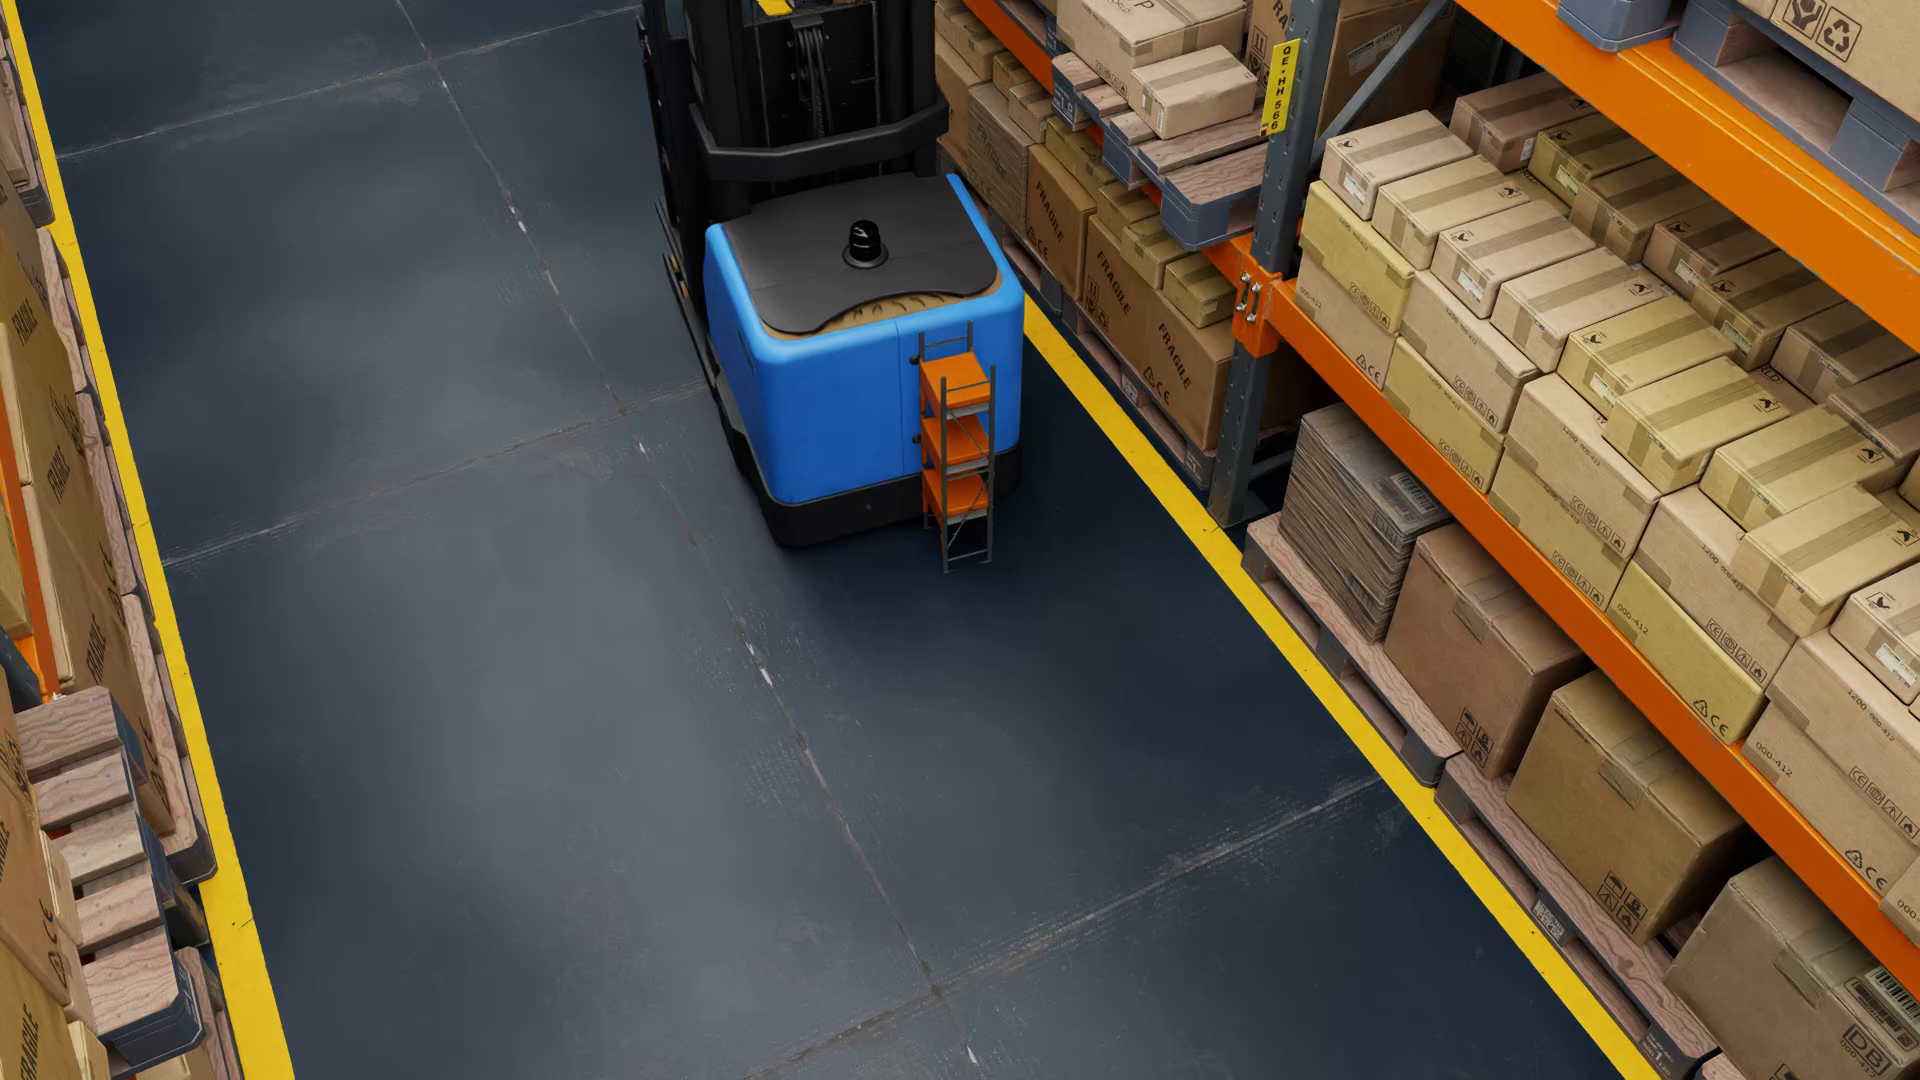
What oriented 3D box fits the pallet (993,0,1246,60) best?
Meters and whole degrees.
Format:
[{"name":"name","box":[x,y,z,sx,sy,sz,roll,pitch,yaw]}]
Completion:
[{"name":"pallet","box":[0.578,-2.475,6.942,1.003,0.211,1.213,-21,52,-18]}]

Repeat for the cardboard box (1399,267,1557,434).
[{"name":"cardboard box","box":[1.686,-0.636,4.974,0.500,0.250,0.500,-20,52,-16]}]

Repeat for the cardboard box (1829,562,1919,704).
[{"name":"cardboard box","box":[2.337,0.196,3.981,0.380,0.149,0.250,-21,52,-17]}]

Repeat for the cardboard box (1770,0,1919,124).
[{"name":"cardboard box","box":[2.052,-1.179,3.277,0.500,0.500,0.500,-20,52,-17]}]

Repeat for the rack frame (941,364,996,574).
[{"name":"rack frame","box":[0.029,-0.239,6.154,0.200,1.050,0.008,-14,50,-12]}]

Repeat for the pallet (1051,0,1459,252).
[{"name":"pallet","box":[1.099,-1.604,6.180,1.213,0.211,1.003,-21,52,-18]}]

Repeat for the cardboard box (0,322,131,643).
[{"name":"cardboard box","box":[-3.587,-0.054,5.829,0.875,0.875,0.875,-21,52,-17]}]

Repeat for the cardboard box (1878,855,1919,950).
[{"name":"cardboard box","box":[2.604,0.907,3.956,0.500,0.250,0.500,-21,52,-18]}]

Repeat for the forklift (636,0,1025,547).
[{"name":"forklift","box":[-0.716,-2.074,6.509,1.130,2.935,3.031,-15,50,-13]}]

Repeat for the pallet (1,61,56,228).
[{"name":"pallet","box":[-5.049,-1.821,8.095,1.003,0.211,1.213,-21,52,-18]}]

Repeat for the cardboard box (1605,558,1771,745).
[{"name":"cardboard box","box":[2.161,0.221,4.556,0.500,0.250,0.500,-20,52,-16]}]

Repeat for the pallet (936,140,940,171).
[{"name":"pallet","box":[0.047,-2.466,8.659,1.003,0.211,1.213,-21,52,-18]}]

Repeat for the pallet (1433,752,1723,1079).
[{"name":"pallet","box":[2.368,1.060,5.575,1.003,0.211,1.213,-21,52,-18]}]

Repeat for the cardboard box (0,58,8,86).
[{"name":"cardboard box","box":[-5.373,-2.554,8.307,0.875,0.438,0.875,-23,53,-19]}]

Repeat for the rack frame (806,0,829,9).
[{"name":"rack frame","box":[-0.359,-3.915,8.074,1.000,3.000,0.127,-21,52,-18]}]

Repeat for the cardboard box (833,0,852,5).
[{"name":"cardboard box","box":[-0.337,-2.829,8.506,0.500,0.500,0.500,-19,52,-16]}]

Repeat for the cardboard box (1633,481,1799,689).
[{"name":"cardboard box","box":[2.165,0.053,4.371,0.500,0.250,0.500,-20,52,-17]}]

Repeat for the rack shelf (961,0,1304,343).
[{"name":"rack shelf","box":[0.556,-2.340,7.174,1.077,0.370,4.000,-21,52,-18]}]

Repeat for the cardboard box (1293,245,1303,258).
[{"name":"cardboard box","box":[1.510,-1.223,6.670,0.380,0.149,0.250,-19,51,-16]}]

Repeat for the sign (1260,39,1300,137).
[{"name":"sign","box":[0.993,-1.400,5.157,0.100,0.325,0.005,-21,52,-18]}]

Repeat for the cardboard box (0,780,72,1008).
[{"name":"cardboard box","box":[-2.239,0.756,3.446,0.500,0.500,0.500,-22,52,-18]}]

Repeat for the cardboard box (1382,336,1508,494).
[{"name":"cardboard box","box":[1.683,-0.469,5.160,0.500,0.250,0.500,-22,52,-18]}]

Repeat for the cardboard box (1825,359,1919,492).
[{"name":"cardboard box","box":[2.520,-0.315,4.428,0.380,0.149,0.250,-20,52,-17]}]

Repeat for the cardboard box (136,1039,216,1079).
[{"name":"cardboard box","box":[-2.690,1.583,4.732,0.950,0.372,0.625,-24,53,-20]}]

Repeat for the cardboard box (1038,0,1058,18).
[{"name":"cardboard box","box":[0.560,-2.439,6.435,0.797,0.503,0.637,-22,52,-18]}]

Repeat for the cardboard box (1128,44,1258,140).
[{"name":"cardboard box","box":[0.830,-1.601,5.938,0.380,0.149,0.250,-20,52,-17]}]

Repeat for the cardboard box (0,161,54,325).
[{"name":"cardboard box","box":[-4.416,-1.254,6.879,0.875,0.875,0.875,-20,52,-16]}]

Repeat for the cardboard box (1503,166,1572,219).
[{"name":"cardboard box","box":[1.924,-1.148,5.422,0.500,0.250,0.500,-20,52,-17]}]

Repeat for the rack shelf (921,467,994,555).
[{"name":"rack shelf","box":[-0.011,-0.136,6.448,0.215,0.259,0.240,-14,50,-12]}]

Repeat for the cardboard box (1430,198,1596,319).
[{"name":"cardboard box","box":[1.619,-0.828,4.877,0.380,0.149,0.250,-20,52,-17]}]

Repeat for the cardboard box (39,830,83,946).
[{"name":"cardboard box","box":[-2.239,0.865,3.781,0.380,0.149,0.250,-22,52,-18]}]

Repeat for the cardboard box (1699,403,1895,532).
[{"name":"cardboard box","box":[2.161,-0.169,4.300,0.380,0.149,0.250,-21,52,-18]}]

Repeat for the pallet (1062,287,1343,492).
[{"name":"pallet","box":[1.164,-0.833,7.231,1.003,0.211,1.213,-21,52,-18]}]

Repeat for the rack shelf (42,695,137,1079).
[{"name":"rack shelf","box":[-2.025,2.050,3.335,1.077,0.370,4.000,-21,52,-18]}]

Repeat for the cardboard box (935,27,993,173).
[{"name":"cardboard box","box":[0.139,-2.141,7.904,0.500,0.500,0.500,-23,53,-19]}]

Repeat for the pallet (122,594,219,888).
[{"name":"pallet","box":[-3.234,0.839,5.769,1.003,0.211,1.213,-21,52,-18]}]

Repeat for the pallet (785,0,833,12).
[{"name":"pallet","box":[-0.672,-3.457,9.526,1.003,0.211,1.213,-21,52,-18]}]

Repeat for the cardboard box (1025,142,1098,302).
[{"name":"cardboard box","box":[0.625,-1.450,7.300,0.500,0.500,0.500,-19,52,-16]}]

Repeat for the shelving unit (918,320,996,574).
[{"name":"shelving unit","box":[-0.011,-0.326,6.230,0.215,1.050,0.252,-14,50,-12]}]

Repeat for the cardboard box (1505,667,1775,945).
[{"name":"cardboard box","box":[2.359,0.713,5.325,0.875,0.625,0.625,-23,53,-19]}]

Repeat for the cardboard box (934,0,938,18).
[{"name":"cardboard box","box":[0.029,-2.607,7.881,0.380,0.149,0.250,-22,52,-18]}]

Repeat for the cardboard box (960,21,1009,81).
[{"name":"cardboard box","box":[0.222,-2.260,7.577,0.380,0.149,0.250,-19,52,-16]}]

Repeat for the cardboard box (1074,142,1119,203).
[{"name":"cardboard box","box":[0.706,-1.566,6.970,0.380,0.149,0.250,-20,52,-16]}]

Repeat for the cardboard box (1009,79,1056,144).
[{"name":"cardboard box","box":[0.439,-1.907,7.269,0.380,0.149,0.250,-23,53,-19]}]

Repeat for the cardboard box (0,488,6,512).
[{"name":"cardboard box","box":[-3.191,-0.228,4.949,0.500,0.250,0.500,-23,53,-19]}]

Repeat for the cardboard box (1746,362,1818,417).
[{"name":"cardboard box","box":[2.387,-0.470,4.829,0.500,0.250,0.500,-22,52,-18]}]

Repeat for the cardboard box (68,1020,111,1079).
[{"name":"cardboard box","box":[-1.992,1.215,3.475,0.380,0.149,0.250,-20,52,-17]}]

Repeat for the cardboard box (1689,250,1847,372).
[{"name":"cardboard box","box":[2.309,-0.663,4.733,0.380,0.149,0.250,-21,52,-18]}]

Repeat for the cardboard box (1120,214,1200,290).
[{"name":"cardboard box","box":[0.868,-1.182,6.634,0.380,0.149,0.250,-24,53,-19]}]

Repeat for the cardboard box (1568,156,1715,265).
[{"name":"cardboard box","box":[2.084,-1.005,5.032,0.380,0.149,0.250,-21,52,-18]}]

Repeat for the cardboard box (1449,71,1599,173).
[{"name":"cardboard box","box":[1.800,-1.336,5.321,0.380,0.149,0.250,-20,52,-16]}]

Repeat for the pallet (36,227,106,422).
[{"name":"pallet","box":[-4.350,-0.794,7.197,1.003,0.211,1.213,-21,52,-18]}]

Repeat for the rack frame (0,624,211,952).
[{"name":"rack frame","box":[-2.940,0.474,4.235,1.000,3.000,0.127,-21,52,-18]}]

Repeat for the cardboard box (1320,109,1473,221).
[{"name":"cardboard box","box":[1.356,-1.170,5.175,0.380,0.149,0.250,-20,52,-16]}]

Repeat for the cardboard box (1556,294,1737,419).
[{"name":"cardboard box","box":[1.892,-0.500,4.590,0.380,0.149,0.250,-21,52,-17]}]

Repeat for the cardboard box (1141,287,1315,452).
[{"name":"cardboard box","box":[1.087,-0.762,6.698,0.500,0.500,0.500,-20,52,-16]}]

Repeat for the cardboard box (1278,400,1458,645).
[{"name":"cardboard box","box":[1.745,-0.172,6.099,0.875,0.625,0.625,-20,52,-16]}]
